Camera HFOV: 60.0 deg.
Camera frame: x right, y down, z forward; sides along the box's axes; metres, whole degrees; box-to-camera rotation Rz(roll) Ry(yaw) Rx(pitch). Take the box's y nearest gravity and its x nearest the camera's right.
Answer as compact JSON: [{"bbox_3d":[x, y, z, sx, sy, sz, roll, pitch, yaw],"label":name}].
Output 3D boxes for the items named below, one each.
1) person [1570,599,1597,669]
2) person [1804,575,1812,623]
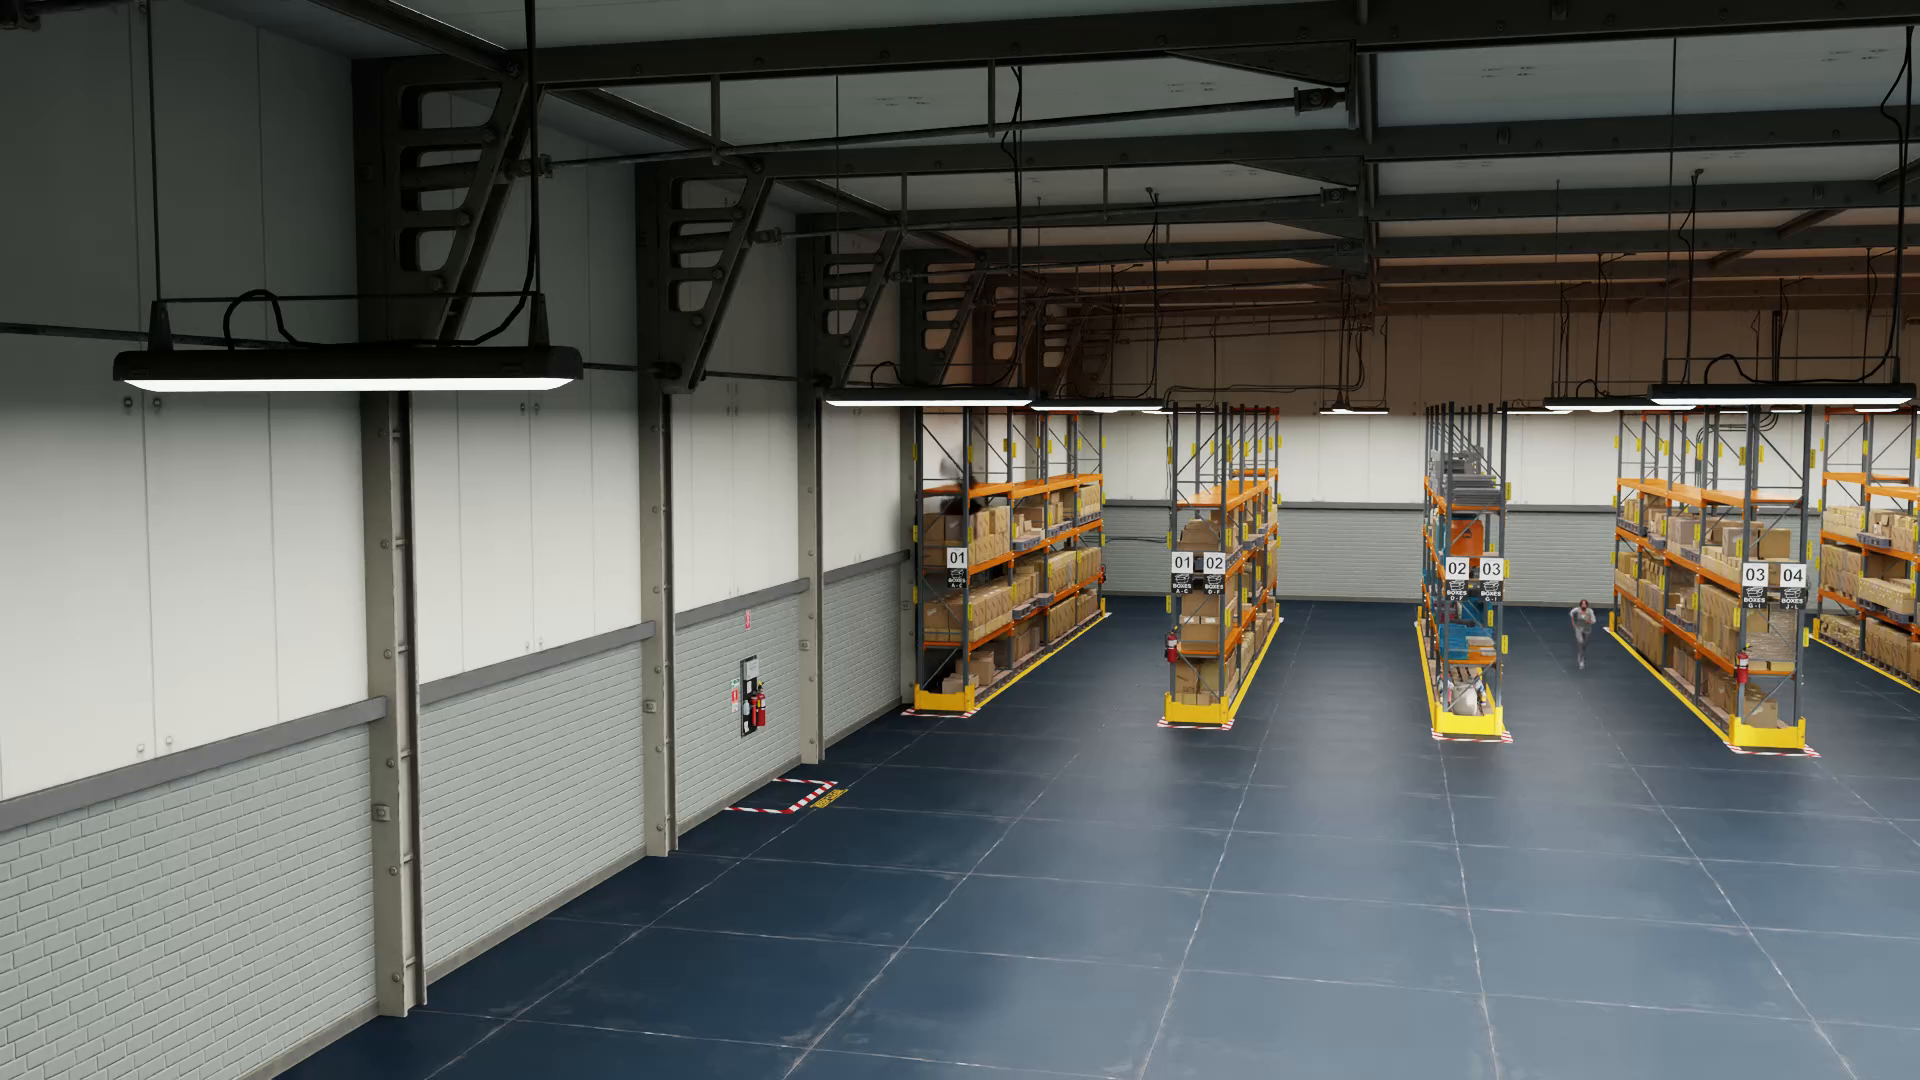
[{"bbox_3d":[14.295,2.125,38.178,0.537,1.596,0.889,1,4,13],"label":"person"},{"bbox_3d":[22.773,1.535,45.157,0.637,1.690,0.640,-3,5,-33],"label":"person"}]
